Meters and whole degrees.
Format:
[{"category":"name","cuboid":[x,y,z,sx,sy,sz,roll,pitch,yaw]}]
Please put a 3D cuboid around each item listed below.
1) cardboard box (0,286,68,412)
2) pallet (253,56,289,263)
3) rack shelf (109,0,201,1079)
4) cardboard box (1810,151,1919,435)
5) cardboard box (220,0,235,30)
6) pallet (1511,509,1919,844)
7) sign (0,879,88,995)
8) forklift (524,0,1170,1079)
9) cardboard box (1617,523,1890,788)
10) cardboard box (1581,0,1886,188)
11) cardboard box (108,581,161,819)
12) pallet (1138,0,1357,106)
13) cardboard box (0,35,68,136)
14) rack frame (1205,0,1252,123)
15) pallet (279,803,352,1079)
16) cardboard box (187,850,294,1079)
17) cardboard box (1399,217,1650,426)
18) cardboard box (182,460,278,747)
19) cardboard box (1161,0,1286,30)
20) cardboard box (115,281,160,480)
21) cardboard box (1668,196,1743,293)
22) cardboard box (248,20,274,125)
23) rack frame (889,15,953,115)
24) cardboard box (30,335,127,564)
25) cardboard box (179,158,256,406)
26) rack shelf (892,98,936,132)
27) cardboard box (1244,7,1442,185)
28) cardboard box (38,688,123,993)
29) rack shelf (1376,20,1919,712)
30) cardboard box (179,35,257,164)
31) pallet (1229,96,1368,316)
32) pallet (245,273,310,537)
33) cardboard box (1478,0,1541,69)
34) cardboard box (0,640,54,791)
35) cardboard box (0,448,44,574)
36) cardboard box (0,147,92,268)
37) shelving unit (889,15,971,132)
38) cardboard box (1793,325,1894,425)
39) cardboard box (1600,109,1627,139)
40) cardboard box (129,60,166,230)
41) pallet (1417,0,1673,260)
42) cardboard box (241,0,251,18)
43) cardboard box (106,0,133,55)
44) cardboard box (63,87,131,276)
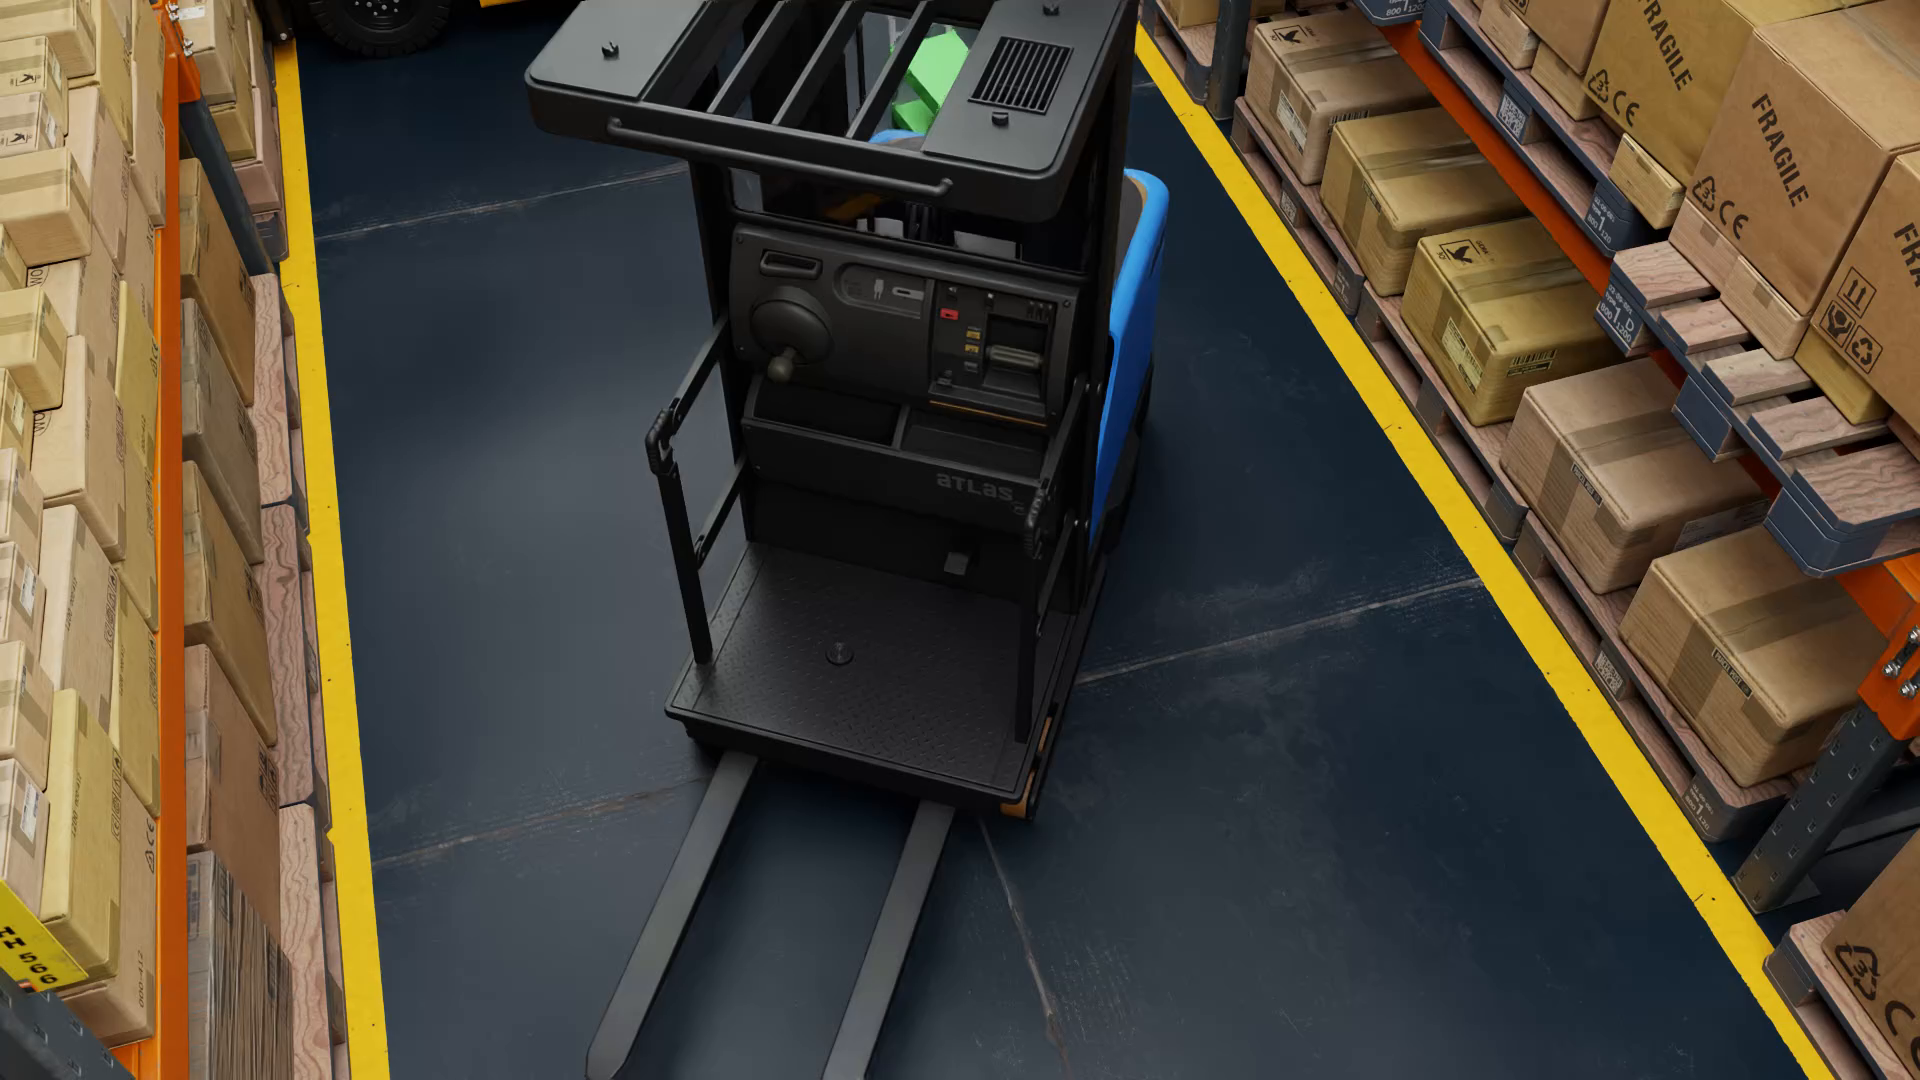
[{"category":"cardboard box","cuboid":[-2.181,-0.388,3.625,0.380,0.149,0.250,-12,51,-10]},{"category":"pallet","cuboid":[-3.354,-1.520,6.893,1.003,0.211,1.213,-13,51,-11]},{"category":"rack shelf","cuboid":[-2.567,-0.136,4.373,1.077,0.370,4.000,-13,51,-11]},{"category":"cardboard box","cuboid":[2.365,-0.564,3.729,0.500,0.500,0.500,-15,51,-12]},{"category":"cardboard box","cuboid":[-3.144,-2.200,6.512,0.500,0.250,0.500,-13,51,-11]},{"category":"pallet","cuboid":[2.535,0.296,5.363,1.003,0.211,1.213,-13,51,-11]},{"category":"sign","cuboid":[-1.460,0.616,2.563,0.100,0.325,0.005,-13,51,-11]},{"category":"forklift","cuboid":[-0.218,-0.450,4.212,1.130,2.935,3.031,13,51,11]},{"category":"cardboard box","cuboid":[2.607,0.265,5.009,0.950,0.372,0.625,-16,52,-13]},{"category":"cardboard box","cuboid":[2.051,-1.308,4.356,0.500,0.500,0.500,-16,52,-13]},{"category":"cardboard box","cuboid":[-2.018,0.394,3.554,0.500,0.250,0.500,-14,51,-12]},{"category":"pallet","cuboid":[1.349,-2.537,7.751,1.003,0.211,1.213,-13,51,-11]},{"category":"cardboard box","cuboid":[-2.508,-1.128,4.249,0.380,0.149,0.250,-14,51,-12]},{"category":"rack frame","cuboid":[1.582,-2.953,6.278,1.000,3.000,0.127,-13,51,-11]},{"category":"pallet","cuboid":[-2.182,1.382,4.447,1.003,0.211,1.213,-13,51,-11]},{"category":"cardboard box","cuboid":[-2.147,1.265,4.001,0.875,0.625,0.625,-12,51,-10]},{"category":"cardboard box","cuboid":[2.162,-0.827,5.930,0.950,0.372,0.625,-12,51,-10]},{"category":"cardboard box","cuboid":[-2.547,0.297,4.816,0.875,0.625,0.625,-15,52,-12]},{"category":"cardboard box","cuboid":[1.150,-2.573,7.481,0.500,0.250,0.500,-11,51,-9]},{"category":"cardboard box","cuboid":[-2.329,-0.360,4.190,0.500,0.250,0.500,-12,51,-10]},{"category":"cardboard box","cuboid":[2.110,-0.811,4.362,0.380,0.149,0.250,-16,52,-13]},{"category":"cardboard box","cuboid":[-3.151,-1.873,6.891,0.500,0.250,0.500,-14,51,-12]},{"category":"rack frame","cuboid":[-0.134,-1.452,6.189,0.240,1.200,0.015,-21,53,-17]},{"category":"cardboard box","cuboid":[-2.158,-0.151,3.687,0.500,0.250,0.500,-14,51,-12]},{"category":"cardboard box","cuboid":[-2.994,-0.820,5.758,0.875,0.625,0.625,-11,51,-9]},{"category":"rack shelf","cuboid":[-0.023,-1.400,5.915,0.258,0.148,0.480,-21,53,-17]},{"category":"cardboard box","cuboid":[1.739,-1.859,6.800,0.950,0.372,0.625,-13,51,-11]},{"category":"cardboard box","cuboid":[-1.850,0.595,3.057,0.500,0.250,0.500,-13,51,-11]},{"category":"rack shelf","cuboid":[2.173,-1.261,5.321,1.077,0.370,4.000,-13,51,-11]},{"category":"cardboard box","cuboid":[-3.007,-1.662,6.386,0.500,0.250,0.500,-14,51,-11]},{"category":"pallet","cuboid":[1.813,-1.486,6.865,1.003,0.211,1.213,-13,51,-11]},{"category":"pallet","cuboid":[-2.904,-0.400,5.949,1.003,0.211,1.213,-13,51,-11]},{"category":"cardboard box","cuboid":[1.802,-1.574,5.005,0.380,0.149,0.250,-12,51,-10]},{"category":"cardboard box","cuboid":[-1.869,0.358,2.997,0.380,0.149,0.250,-12,51,-10]},{"category":"cardboard box","cuboid":[-2.059,-0.012,3.309,0.380,0.149,0.250,-13,51,-11]},{"category":"cardboard box","cuboid":[-2.287,-0.768,3.946,0.380,0.149,0.250,-15,51,-12]},{"category":"shelving unit","cuboid":[-0.023,-1.286,6.049,0.258,1.200,0.503,-21,53,-17]},{"category":"cardboard box","cuboid":[2.294,-0.452,4.059,0.380,0.149,0.250,-13,51,-10]},{"category":"cardboard box","cuboid":[2.062,-1.221,4.707,0.380,0.149,0.250,-13,51,-11]},{"category":"cardboard box","cuboid":[-2.606,-1.105,4.818,0.500,0.250,0.500,-14,51,-11]},{"category":"pallet","cuboid":[2.140,-1.407,5.099,1.003,0.211,1.213,-13,51,-11]},{"category":"cardboard box","cuboid":[-3.296,-2.399,7.007,0.500,0.250,0.500,-14,51,-11]},{"category":"cardboard box","cuboid":[-2.769,-1.640,4.942,0.500,0.250,0.500,-14,51,-12]},{"category":"cardboard box","cuboid":[-2.465,-0.891,4.311,0.500,0.250,0.500,-12,51,-10]}]
